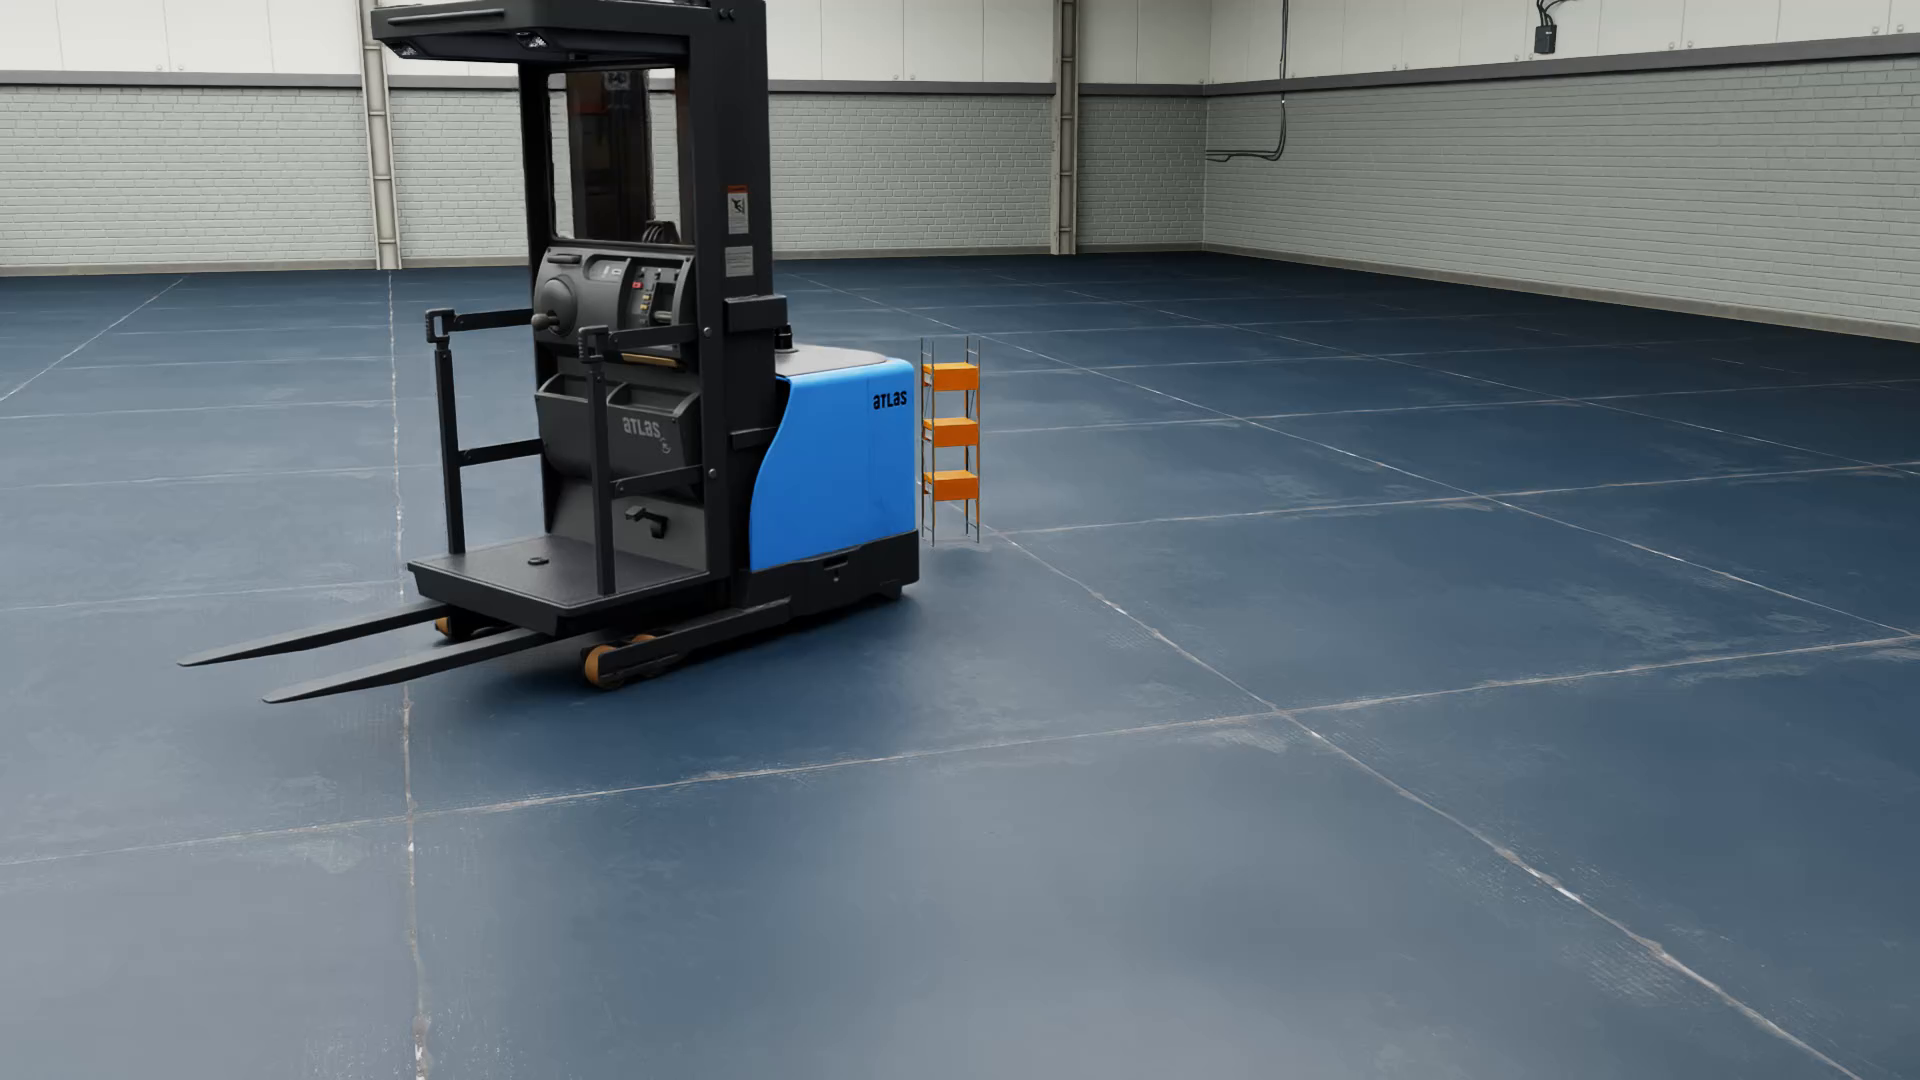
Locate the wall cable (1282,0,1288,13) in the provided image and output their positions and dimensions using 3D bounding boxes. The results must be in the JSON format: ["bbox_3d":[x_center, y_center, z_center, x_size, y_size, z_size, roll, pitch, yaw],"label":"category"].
[{"bbox_3d":[6.010,-10.033,27.172,0.112,2.526,3.097,-4,14,-18],"label":"wall cable"}]

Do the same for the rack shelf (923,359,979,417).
[{"bbox_3d":[-0.051,-0.773,8.441,0.240,0.259,0.215,-4,14,-18],"label":"rack shelf"}]

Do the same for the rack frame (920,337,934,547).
[{"bbox_3d":[-0.166,-0.498,8.467,0.008,1.050,0.200,-4,14,-18],"label":"rack frame"}]

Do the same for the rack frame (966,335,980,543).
[{"bbox_3d":[0.065,-0.516,8.543,0.008,1.050,0.200,-4,14,-18],"label":"rack frame"}]

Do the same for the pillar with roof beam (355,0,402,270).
[{"bbox_3d":[-8.067,-7.922,22.503,0.400,9.000,9.100,-4,14,-18],"label":"pillar with roof beam"}]

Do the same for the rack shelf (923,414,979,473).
[{"bbox_3d":[-0.051,-0.497,8.507,0.240,0.259,0.215,-4,14,-18],"label":"rack shelf"}]

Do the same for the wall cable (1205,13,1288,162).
[{"bbox_3d":[5.147,-8.169,30.250,0.112,2.526,3.097,-4,14,-18],"label":"wall cable"}]

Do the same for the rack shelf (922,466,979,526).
[{"bbox_3d":[-0.051,-0.226,8.571,0.240,0.259,0.215,-4,14,-18],"label":"rack shelf"}]

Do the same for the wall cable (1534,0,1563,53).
[{"bbox_3d":[8.160,-9.251,20.739,0.169,6.003,2.305,-4,14,-18],"label":"wall cable"}]

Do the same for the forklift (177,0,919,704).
[{"bbox_3d":[-1.527,-0.993,6.484,1.130,2.935,3.031,11,17,39],"label":"forklift"}]

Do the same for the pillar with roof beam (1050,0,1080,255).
[{"bbox_3d":[3.306,-8.808,26.227,0.400,9.000,9.100,-4,14,-18],"label":"pillar with roof beam"}]

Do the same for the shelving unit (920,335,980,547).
[{"bbox_3d":[-0.051,-0.507,8.505,0.252,1.050,0.215,-4,14,-18],"label":"shelving unit"}]
